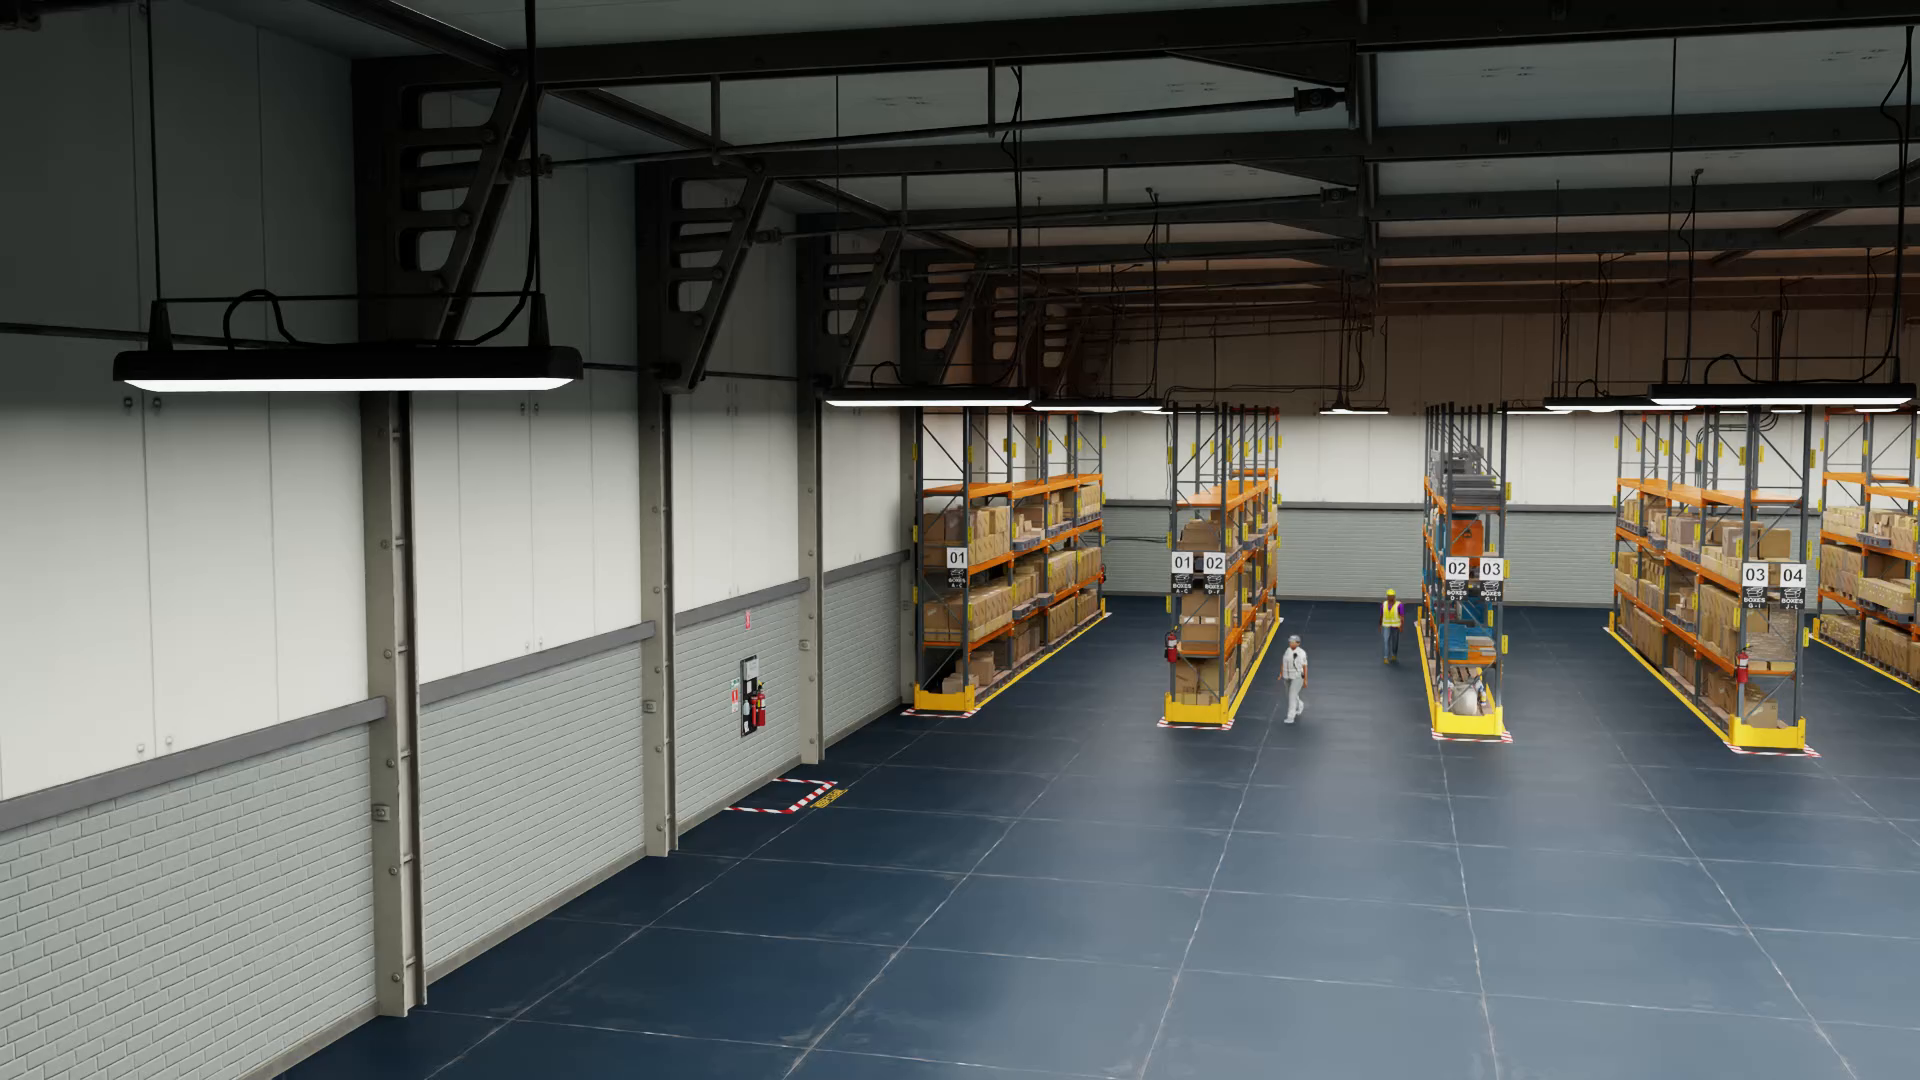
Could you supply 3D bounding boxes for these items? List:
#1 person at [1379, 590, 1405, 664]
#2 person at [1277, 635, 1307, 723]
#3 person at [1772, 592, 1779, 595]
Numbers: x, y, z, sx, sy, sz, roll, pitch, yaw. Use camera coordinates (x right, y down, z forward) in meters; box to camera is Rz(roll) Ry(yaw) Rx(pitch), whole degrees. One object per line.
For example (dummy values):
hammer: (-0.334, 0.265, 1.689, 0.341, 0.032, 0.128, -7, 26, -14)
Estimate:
person: (10.017, 2.004, 38.597, 0.593, 1.708, 1.085, 1, 4, 18)
person: (6.301, 2.586, 31.315, 0.528, 1.608, 0.987, 4, 6, 41)
person: (22.300, 1.499, 45.902, 0.696, 1.683, 0.651, 2, 5, 26)
